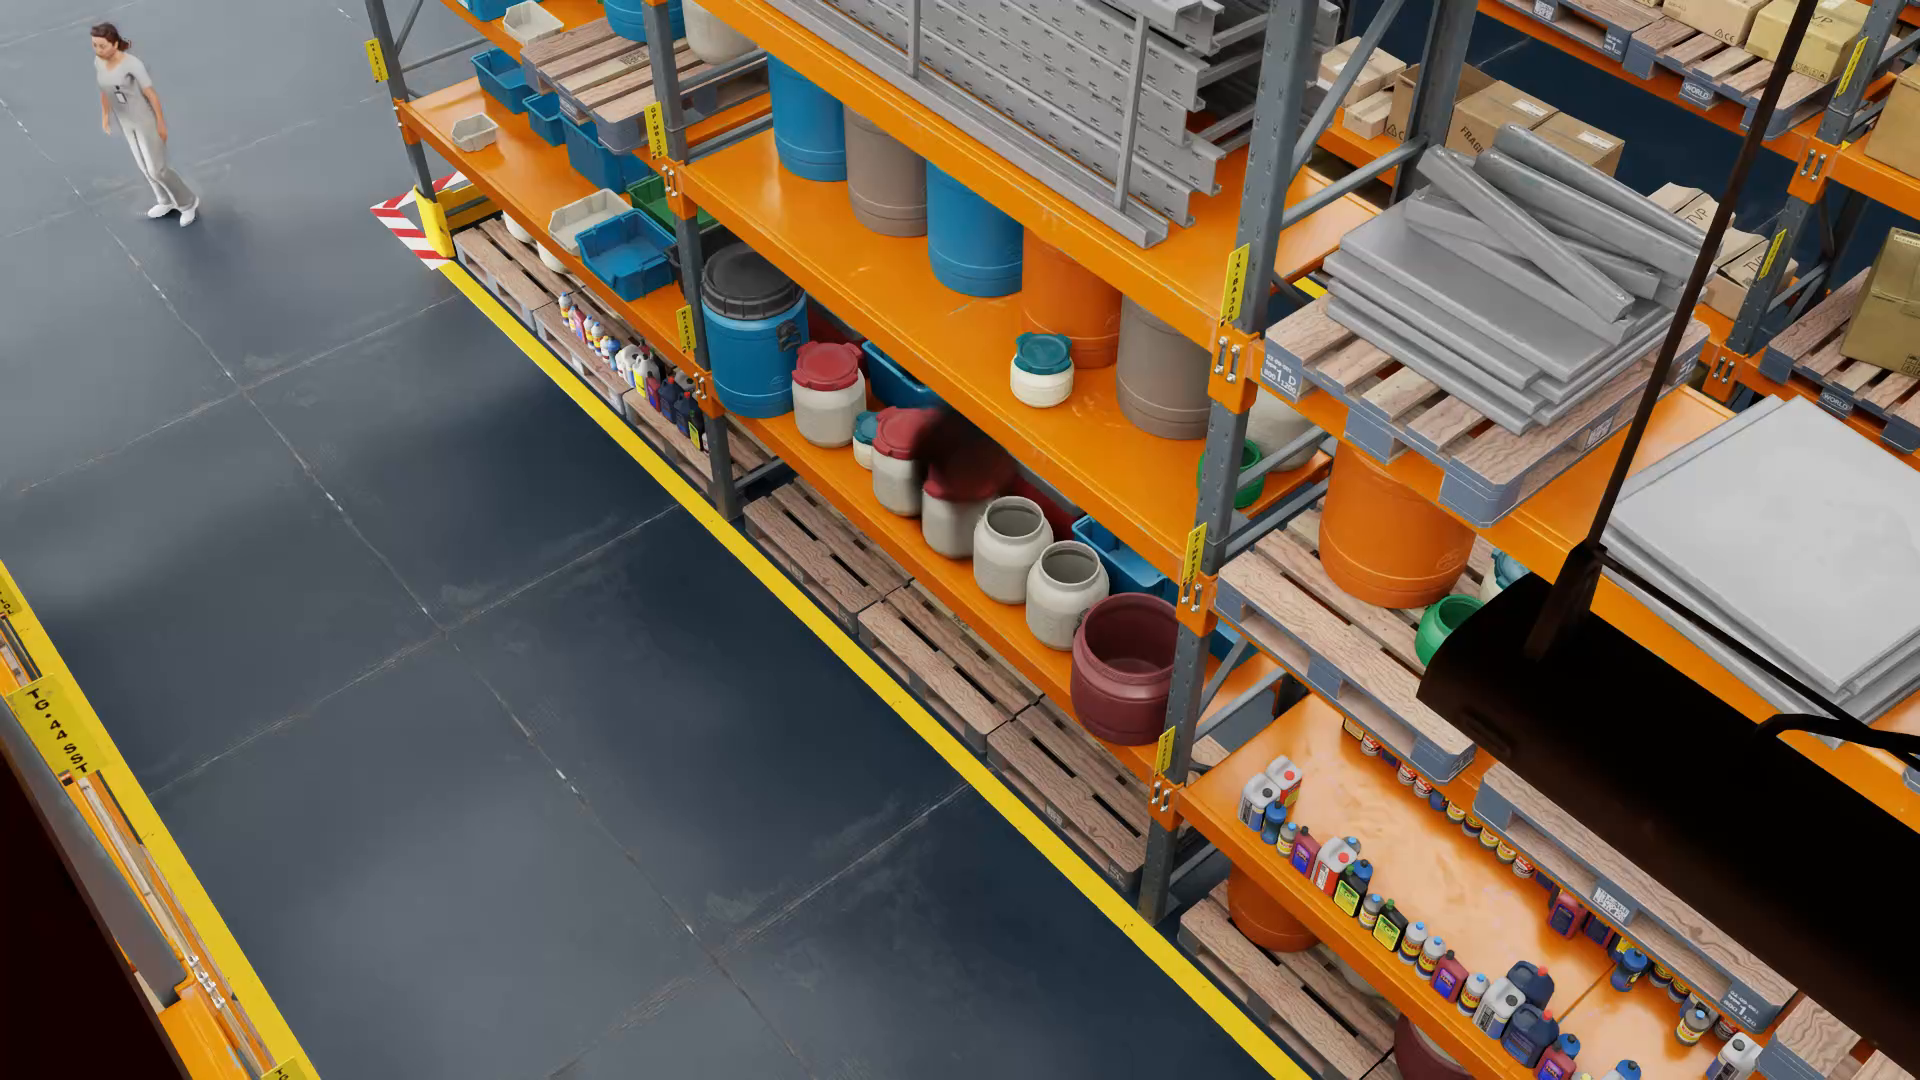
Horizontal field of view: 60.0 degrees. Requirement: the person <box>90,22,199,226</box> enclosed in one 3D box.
[{"bbox_3d":[-6.411,-3.232,12.937,0.531,1.710,0.367,18,49,17],"label":"person"}]
